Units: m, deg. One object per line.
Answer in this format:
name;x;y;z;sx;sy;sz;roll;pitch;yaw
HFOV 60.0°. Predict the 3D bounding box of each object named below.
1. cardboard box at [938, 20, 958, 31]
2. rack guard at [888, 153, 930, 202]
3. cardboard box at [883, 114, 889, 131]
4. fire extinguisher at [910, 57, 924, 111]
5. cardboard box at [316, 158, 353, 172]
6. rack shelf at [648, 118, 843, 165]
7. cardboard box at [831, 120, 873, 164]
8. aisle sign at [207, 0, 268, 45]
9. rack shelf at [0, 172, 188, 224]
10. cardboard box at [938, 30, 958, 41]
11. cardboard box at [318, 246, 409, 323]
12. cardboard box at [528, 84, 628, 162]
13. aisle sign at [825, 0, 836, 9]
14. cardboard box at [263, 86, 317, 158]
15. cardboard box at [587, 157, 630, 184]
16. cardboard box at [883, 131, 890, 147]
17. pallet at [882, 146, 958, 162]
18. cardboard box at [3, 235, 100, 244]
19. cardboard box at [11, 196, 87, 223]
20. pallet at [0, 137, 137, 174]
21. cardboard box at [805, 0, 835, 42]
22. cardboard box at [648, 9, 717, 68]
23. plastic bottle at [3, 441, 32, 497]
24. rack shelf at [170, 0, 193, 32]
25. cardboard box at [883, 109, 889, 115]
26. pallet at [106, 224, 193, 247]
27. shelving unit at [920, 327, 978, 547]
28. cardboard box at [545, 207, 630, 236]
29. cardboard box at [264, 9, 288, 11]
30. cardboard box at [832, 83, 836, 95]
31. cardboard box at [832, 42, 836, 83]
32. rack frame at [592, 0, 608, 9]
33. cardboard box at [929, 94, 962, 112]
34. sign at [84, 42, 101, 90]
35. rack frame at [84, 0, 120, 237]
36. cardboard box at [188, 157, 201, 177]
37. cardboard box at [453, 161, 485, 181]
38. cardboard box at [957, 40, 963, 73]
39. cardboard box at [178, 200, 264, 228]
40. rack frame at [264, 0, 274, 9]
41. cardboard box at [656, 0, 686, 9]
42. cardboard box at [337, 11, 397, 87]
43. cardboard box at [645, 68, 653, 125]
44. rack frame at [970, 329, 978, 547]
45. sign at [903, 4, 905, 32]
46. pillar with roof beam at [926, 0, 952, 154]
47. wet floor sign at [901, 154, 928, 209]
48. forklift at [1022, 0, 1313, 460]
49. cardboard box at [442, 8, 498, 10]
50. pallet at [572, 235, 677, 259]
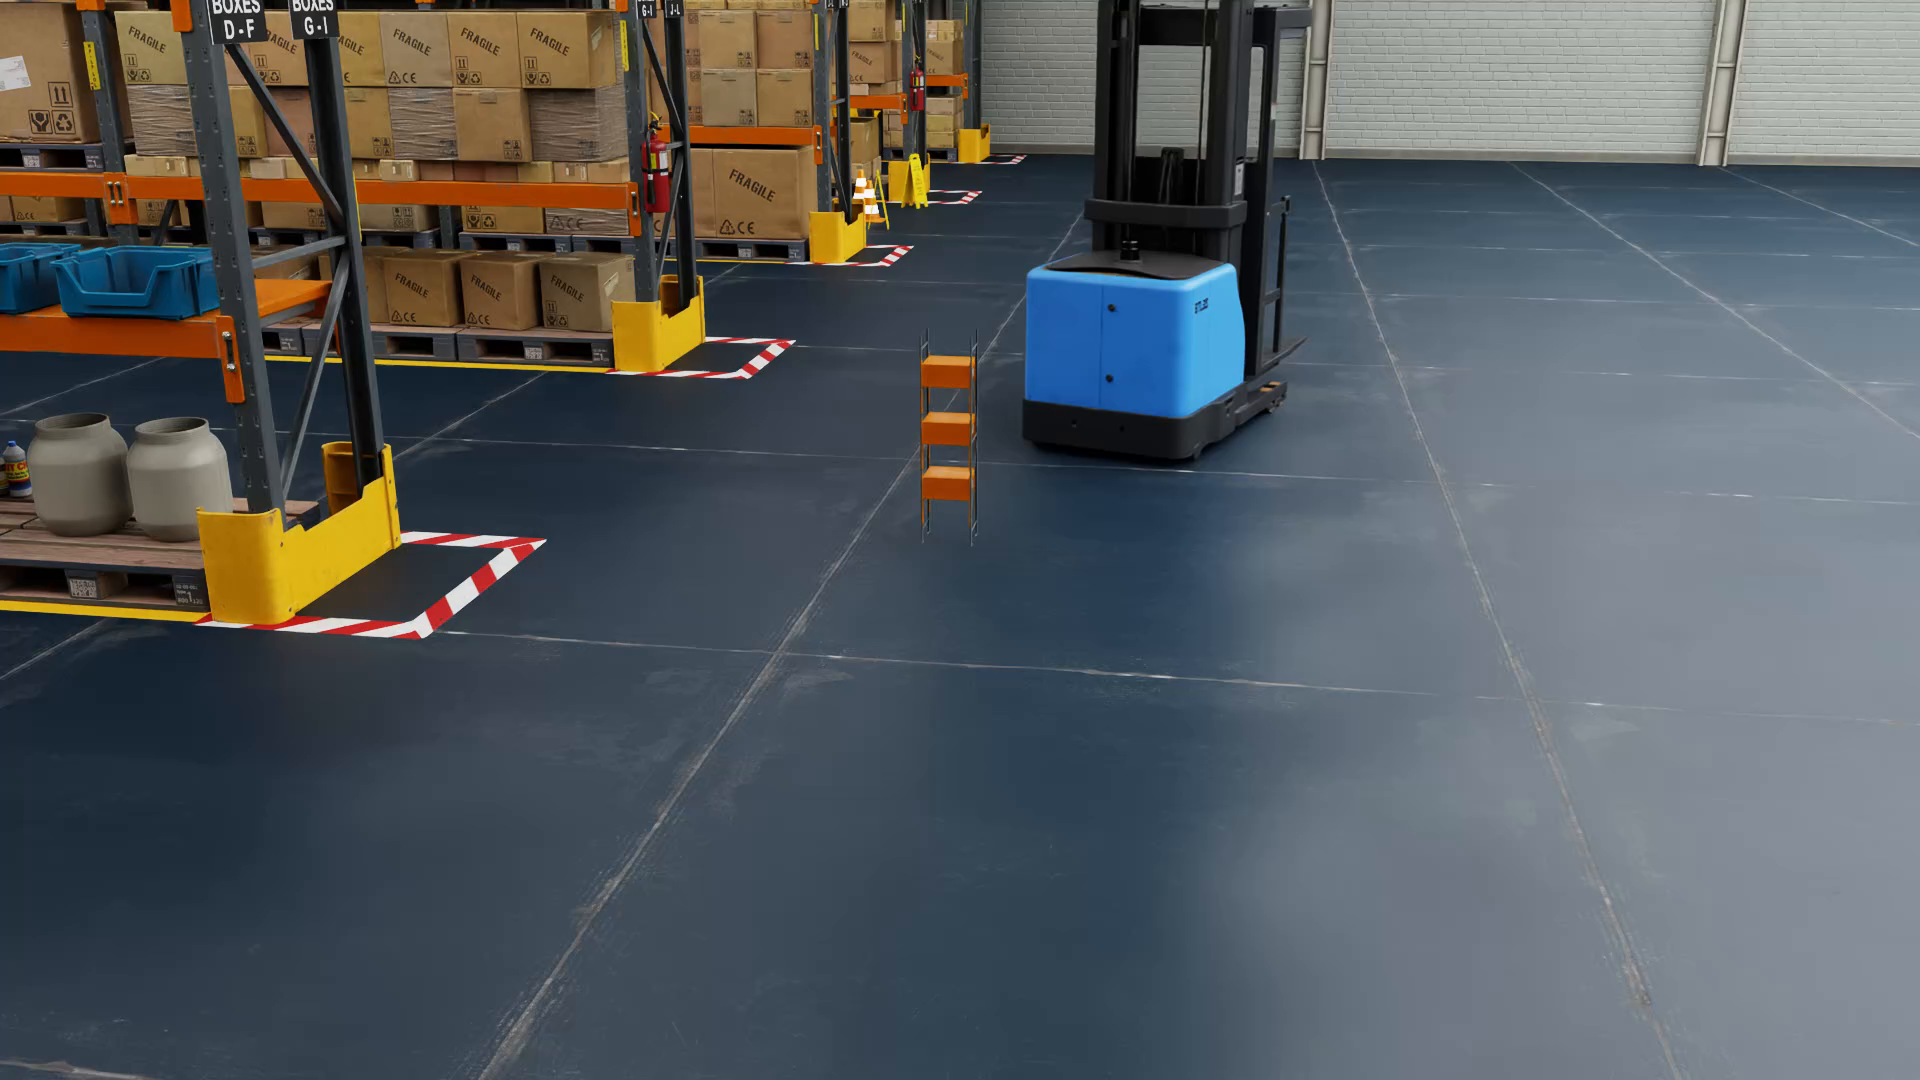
cardboard box;-0.185;-7.913;25.576;0.250;0.149;0.380;3;19;9
rack guard;-0.657;-4.728;21.645;0.348;0.500;1.175;3;19;9
cardboard box;-1.335;-6.572;26.100;0.500;0.250;0.500;2;19;7
fire extinguisher;-0.542;-5.723;20.801;0.183;0.674;0.296;3;19;9
cardboard box;-4.455;-2.711;12.073;0.250;0.149;0.380;3;19;9
rack shelf;-3.242;-4.113;17.002;4.000;0.370;1.077;3;19;9
cardboard box;-1.414;-5.119;21.364;0.500;0.500;0.500;3;19;9
aisle sign;-2.915;-2.389;6.619;0.004;0.787;0.394;3;19;9
rack shelf;-8.078;-2.766;12.975;4.000;0.370;1.077;3;19;9
cardboard box;-0.185;-7.749;25.556;0.250;0.149;0.380;3;19;9
cardboard box;-4.522;-1.954;12.694;0.500;0.500;0.500;1;19;4
cardboard box;-2.693;-3.030;12.004;0.500;0.500;0.875;3;19;9
aisle sign;-1.245;-5.489;15.883;0.004;0.787;0.394;3;19;9
cardboard box;-4.671;-3.123;12.282;0.500;0.500;0.875;3;19;9
cardboard box;-2.468;-2.635;11.848;0.250;0.149;0.380;3;19;9
cardboard box;-1.294;-6.341;26.197;0.500;0.250;0.500;3;19;9
pallet;-0.560;-6.168;26.404;1.213;0.211;1.003;3;19;9
cardboard box;-7.174;-2.097;13.089;0.500;0.500;0.700;3;19;8
cardboard box;-9.857;-3.721;17.975;0.500;0.500;0.500;3;19;8
pallet;-6.835;-2.999;12.842;1.213;0.211;1.003;3;19;9
cardboard box;-1.619;-6.557;20.971;0.500;0.500;0.700;3;19;9
cardboard box;-2.717;-5.037;16.692;0.550;0.550;0.875;3;19;9
plastic bottle;-4.680;-0.357;8.248;0.097;0.271;0.097;0;18;0
rack shelf;-4.914;-2.435;7.260;4.000;0.370;1.077;3;19;9
cardboard box;-1.307;-6.806;26.012;0.500;0.250;0.500;3;19;9
pallet;-8.400;-3.371;18.044;1.213;0.211;1.003;3;19;9
shelving unit;-0.053;-0.501;8.145;0.252;1.050;0.215;3;19;9
cardboard box;-3.716;-3.649;17.167;0.875;0.875;0.875;3;19;9
cardboard box;-5.121;-3.708;12.454;0.500;0.500;0.500;3;19;9
cardboard box;-1.503;-5.740;21.126;0.250;0.149;0.380;3;19;8
cardboard box;-1.655;-6.066;21.078;0.500;0.500;0.500;3;19;9
rack frame;-4.531;-6.111;21.839;0.127;3.000;1.000;3;19;9
cardboard box;-0.243;-6.918;26.346;0.500;0.250;0.500;3;19;8
sign;-6.188;-3.381;11.856;0.005;0.325;0.100;3;19;9
rack frame;-9.166;-4.756;17.791;0.127;3.000;1.000;3;19;9
cardboard box;-5.443;-2.761;12.224;0.250;0.149;0.380;3;19;9
cardboard box;-3.454;-2.688;12.004;0.250;0.149;0.380;3;19;9
cardboard box;-0.243;-7.624;26.204;0.500;0.500;0.500;4;19;10
cardboard box;-7.715;-3.787;17.777;0.750;0.750;1.050;3;19;9
rack frame;-11.646;-8.069;27.690;0.127;3.000;1.000;3;19;9
cardboard box;-3.630;-6.651;21.251;0.500;0.500;0.700;3;19;9
cardboard box;-4.216;-3.495;11.818;0.500;0.500;0.500;3;19;9
cardboard box;-3.250;-4.531;16.882;0.500;0.550;0.875;3;19;9
rack frame;0.068;-0.494;8.126;0.008;1.050;0.200;3;19;9
sign;-0.690;-6.436;20.487;0.005;0.325;0.100;3;19;9
pillar with roof beam;-1.026;-9.278;21.851;0.400;9.000;9.100;3;19;9
wet floor sign;-0.564;-4.448;20.580;0.232;0.644;0.267;10;21;27
forklift;1.501;-2.271;10.470;1.130;2.935;3.031;9;21;26
cardboard box;-4.858;-5.109;16.906;0.550;0.550;0.875;3;19;9
pallet;-3.270;-3.109;17.263;1.213;0.211;1.003;3;19;9
